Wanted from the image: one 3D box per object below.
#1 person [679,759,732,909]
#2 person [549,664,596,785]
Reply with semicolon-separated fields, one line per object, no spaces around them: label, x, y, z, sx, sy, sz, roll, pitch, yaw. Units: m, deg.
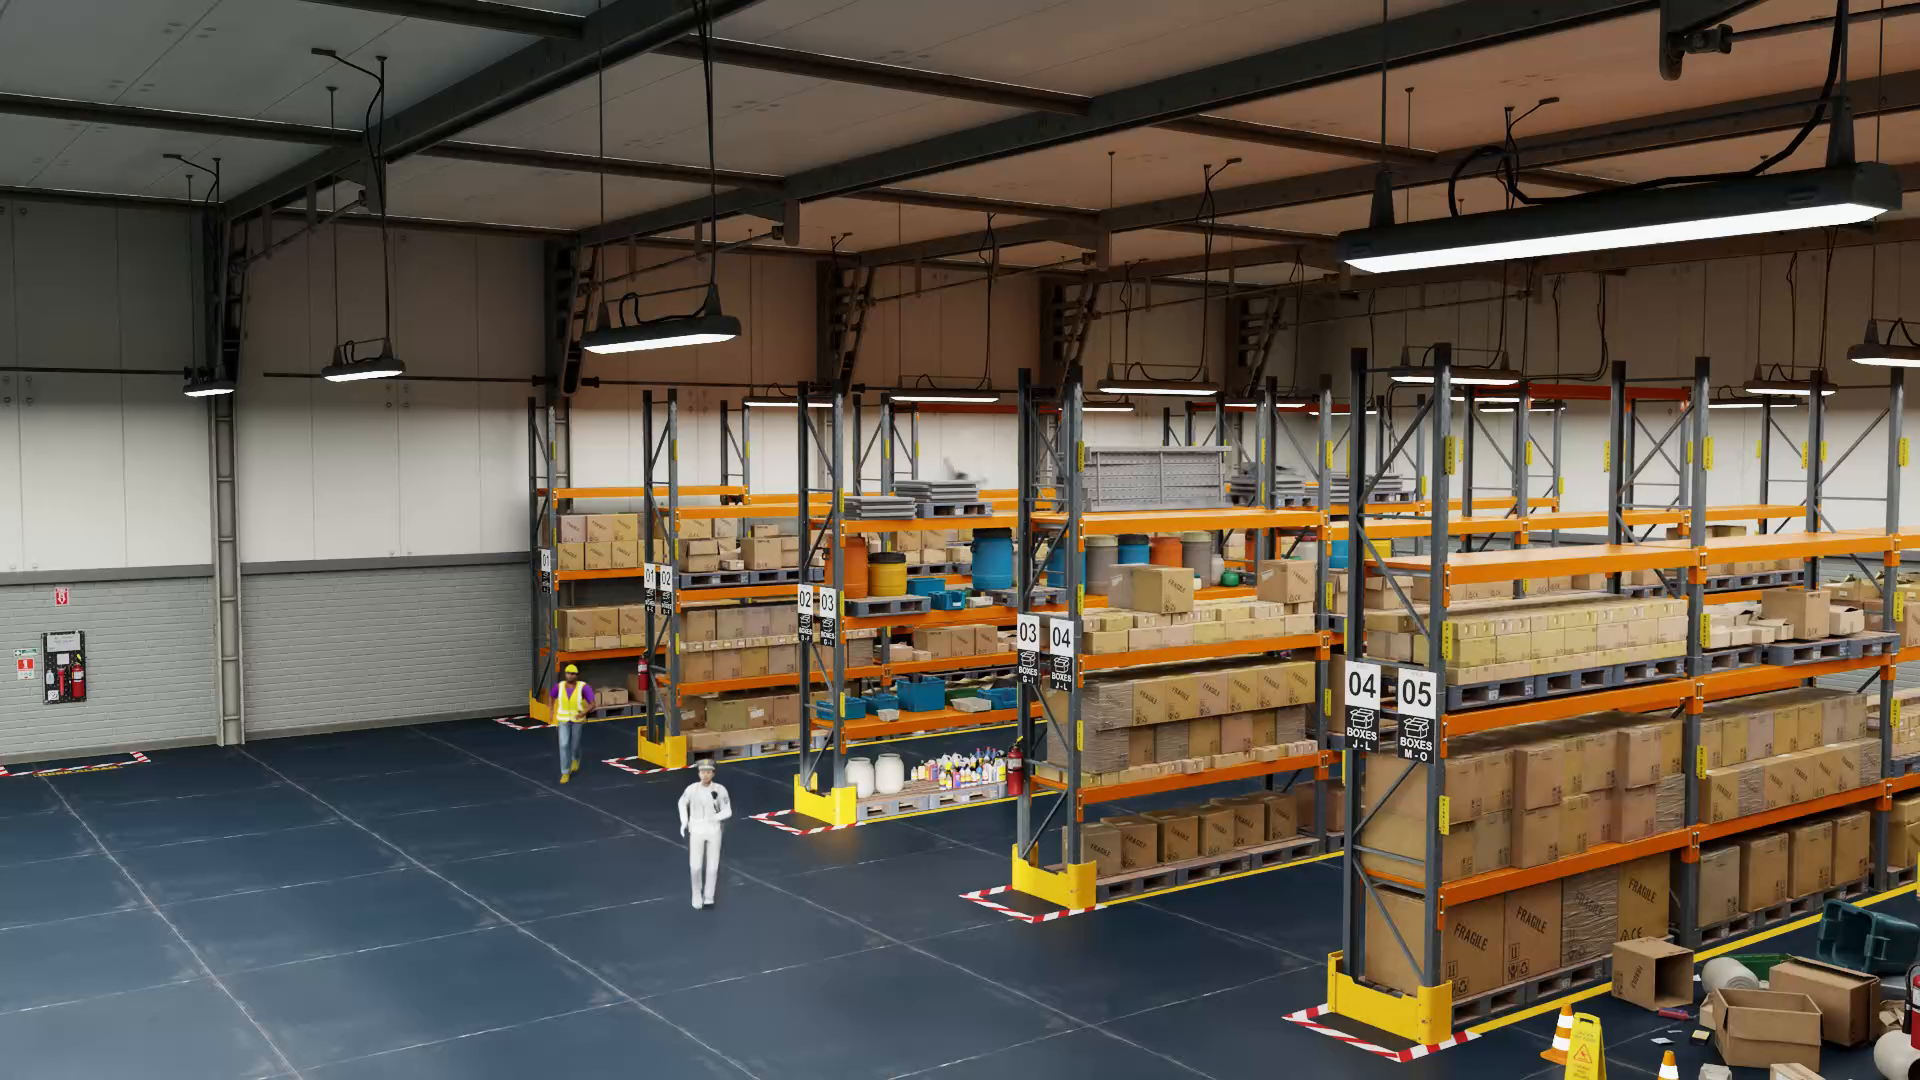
person;-2.805;3.236;18.290;0.591;1.670;0.640;0;3;-7
person;-5.944;2.783;25.466;0.720;1.777;0.912;0;3;-7
